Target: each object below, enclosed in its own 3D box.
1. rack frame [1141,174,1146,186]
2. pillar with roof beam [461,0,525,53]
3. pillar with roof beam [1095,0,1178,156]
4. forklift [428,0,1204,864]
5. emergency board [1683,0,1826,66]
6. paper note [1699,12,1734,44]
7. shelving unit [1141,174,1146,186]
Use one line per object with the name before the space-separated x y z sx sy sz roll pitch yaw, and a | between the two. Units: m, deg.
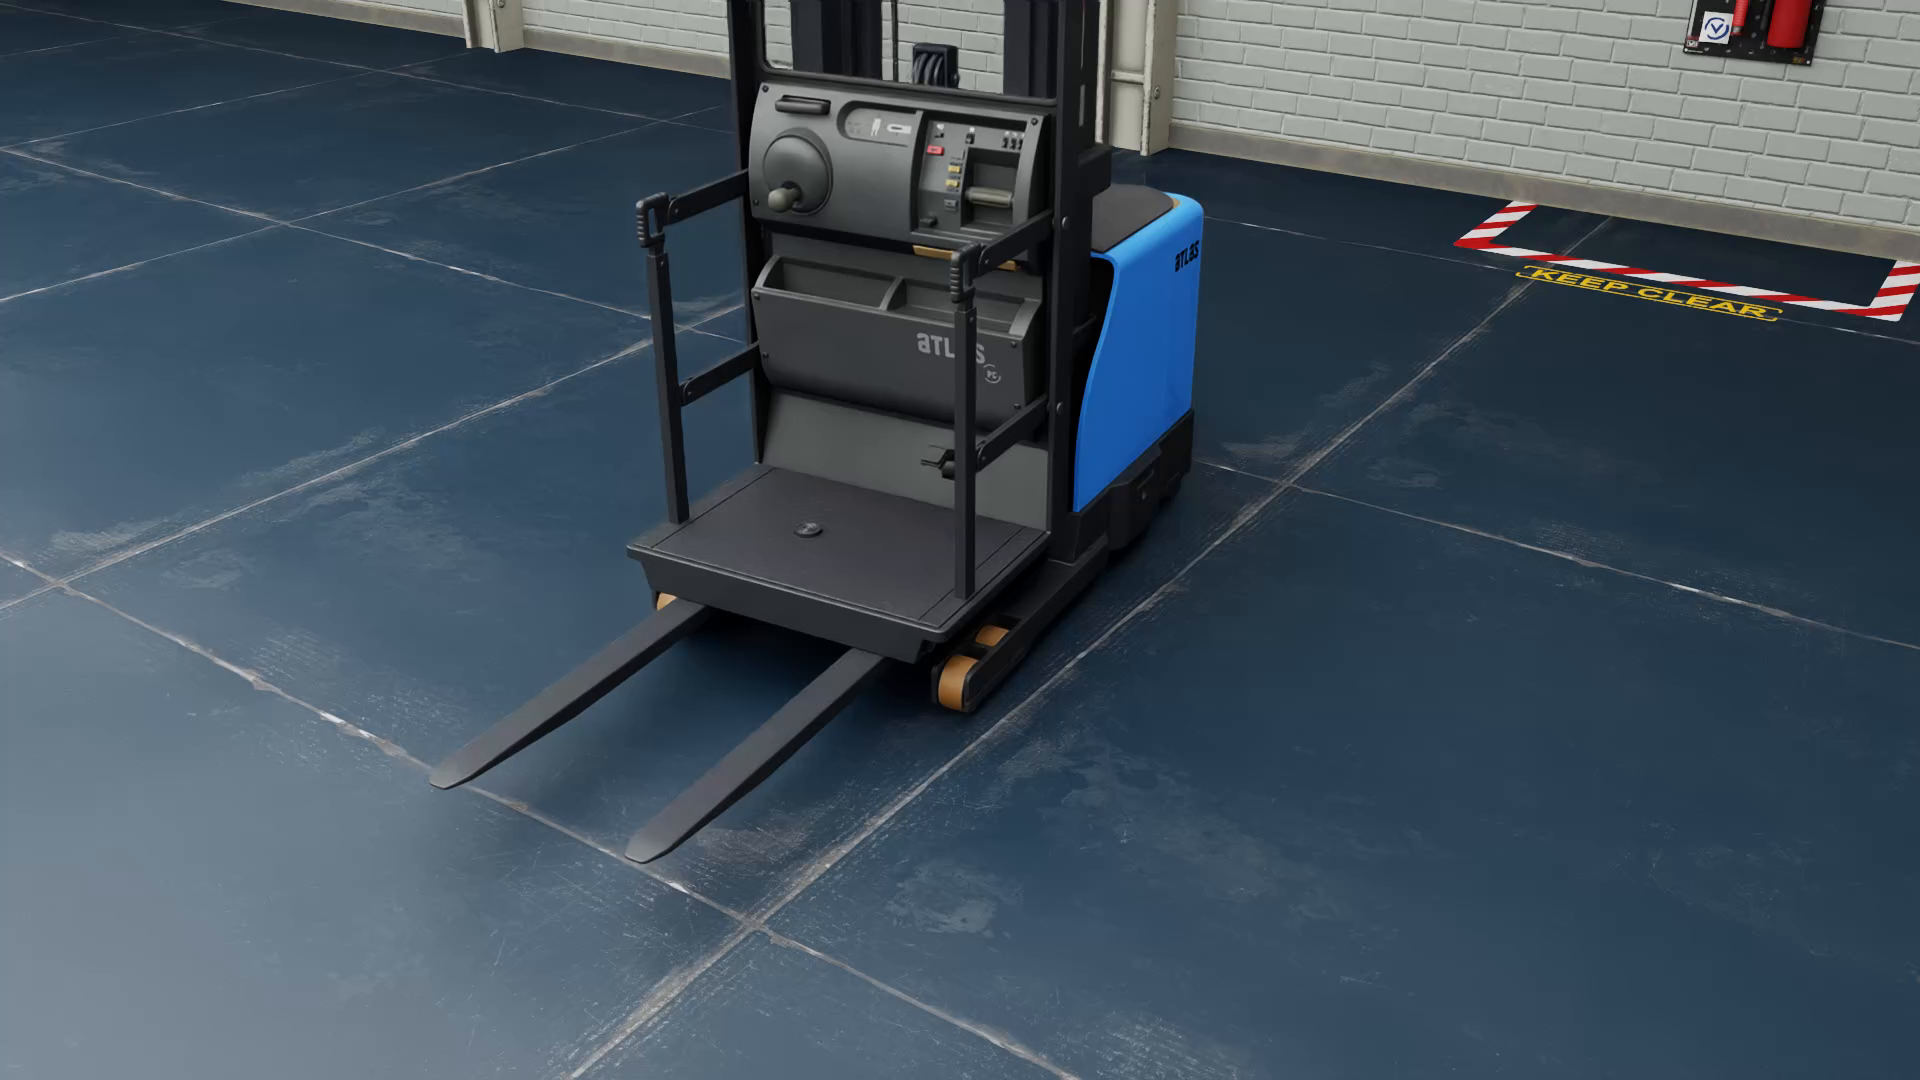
rack frame | 0.624 -0.826 6.214 0.008 1.050 0.200 14 30 25
pillar with roof beam | -6.272 -6.483 8.567 0.400 9.000 9.100 17 32 30
pillar with roof beam | -1.326 -4.942 5.540 0.400 9.000 9.100 17 32 30
forklift | -0.296 -1.044 4.569 1.130 2.935 3.031 14 30 25
emergency board | 4.041 -2.986 8.310 0.643 1.169 0.194 17 32 30
paper note | 3.934 -2.665 8.650 0.142 0.148 0.016 17 32 30
shelving unit | 0.517 -0.852 6.265 0.252 1.050 0.215 14 30 25
